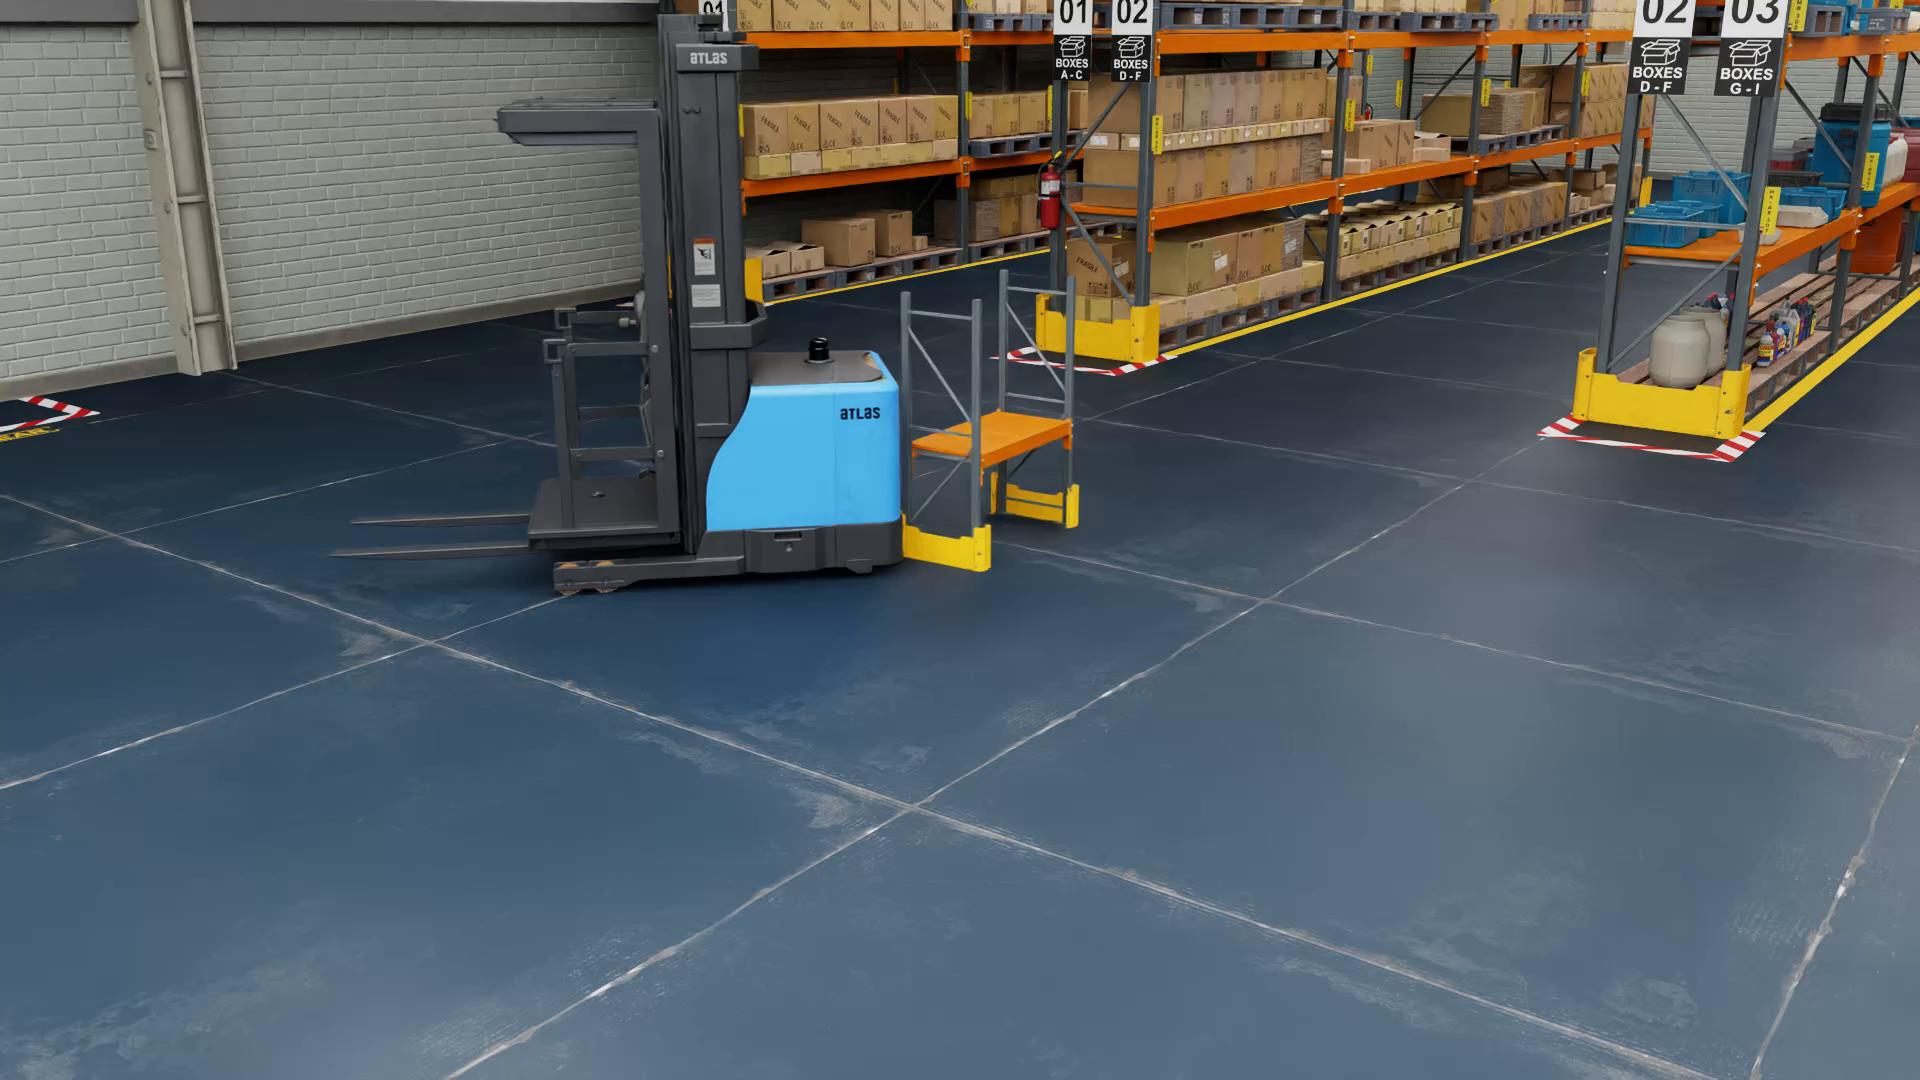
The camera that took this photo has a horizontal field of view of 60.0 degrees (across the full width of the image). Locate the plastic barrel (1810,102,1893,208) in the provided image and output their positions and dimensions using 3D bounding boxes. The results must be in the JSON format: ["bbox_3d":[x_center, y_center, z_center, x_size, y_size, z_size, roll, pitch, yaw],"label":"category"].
[{"bbox_3d":[8.094,-3.506,15.130,0.600,0.901,0.708,12,21,35],"label":"plastic barrel"}]

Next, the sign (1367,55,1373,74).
[{"bbox_3d":[7.242,-8.404,29.396,0.100,0.325,0.005,12,21,35],"label":"sign"}]

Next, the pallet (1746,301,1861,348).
[{"bbox_3d":[8.058,-2.090,16.119,1.003,0.211,1.213,12,21,35],"label":"pallet"}]

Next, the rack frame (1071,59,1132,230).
[{"bbox_3d":[2.048,-5.931,23.786,1.000,3.000,0.127,12,21,35],"label":"rack frame"}]

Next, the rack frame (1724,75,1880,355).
[{"bbox_3d":[7.621,-3.228,15.081,1.000,3.000,0.127,12,21,35],"label":"rack frame"}]

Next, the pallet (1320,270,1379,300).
[{"bbox_3d":[4.053,-2.955,18.903,1.003,0.211,1.213,12,21,35],"label":"pallet"}]

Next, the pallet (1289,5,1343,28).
[{"bbox_3d":[3.157,-5.287,16.802,1.003,0.211,1.213,12,21,35],"label":"pallet"}]

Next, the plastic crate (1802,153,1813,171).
[{"bbox_3d":[8.028,-3.538,16.106,0.392,0.384,0.575,12,21,35],"label":"plastic crate"}]

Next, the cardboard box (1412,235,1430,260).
[{"bbox_3d":[5.304,-3.533,19.992,0.500,0.250,0.500,13,21,36],"label":"cardboard box"}]

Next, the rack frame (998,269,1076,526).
[{"bbox_3d":[0.452,-0.844,9.932,0.500,1.500,0.032,11,20,31],"label":"rack frame"}]

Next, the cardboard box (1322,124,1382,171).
[{"bbox_3d":[4.429,-4.457,18.871,0.500,0.500,0.500,14,22,39],"label":"cardboard box"}]

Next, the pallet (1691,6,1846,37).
[{"bbox_3d":[5.809,-3.797,12.175,1.003,0.211,1.213,12,21,35],"label":"pallet"}]

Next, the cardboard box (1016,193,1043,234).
[{"bbox_3d":[0.694,-4.420,22.391,0.700,0.500,0.500,13,21,35],"label":"cardboard box"}]

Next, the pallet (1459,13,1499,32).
[{"bbox_3d":[5.696,-6.222,19.982,1.213,0.211,1.003,14,22,37],"label":"pallet"}]

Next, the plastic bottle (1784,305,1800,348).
[{"bbox_3d":[7.162,-1.846,14.356,0.144,0.351,0.185,12,21,34],"label":"plastic bottle"}]

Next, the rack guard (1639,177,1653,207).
[{"bbox_3d":[10.750,-5.751,27.418,1.175,0.500,0.348,12,21,35],"label":"rack guard"}]

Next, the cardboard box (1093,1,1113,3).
[{"bbox_3d":[2.285,-7.745,23.659,0.700,0.500,0.500,11,20,30],"label":"cardboard box"}]

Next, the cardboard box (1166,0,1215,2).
[{"bbox_3d":[2.104,-4.981,15.146,0.380,0.149,0.250,12,21,35],"label":"cardboard box"}]

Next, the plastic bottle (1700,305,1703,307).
[{"bbox_3d":[6.562,-1.945,14.788,0.061,0.283,0.133,14,22,37],"label":"plastic bottle"}]

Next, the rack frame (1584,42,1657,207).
[{"bbox_3d":[10.795,-6.962,27.106,1.000,3.000,0.127,12,21,35],"label":"rack frame"}]

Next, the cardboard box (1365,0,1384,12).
[{"bbox_3d":[4.345,-5.942,18.307,0.500,0.250,0.500,10,20,29],"label":"cardboard box"}]

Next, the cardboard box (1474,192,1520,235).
[{"bbox_3d":[7.139,-4.375,22.249,0.500,0.500,0.500,12,21,34],"label":"cardboard box"}]

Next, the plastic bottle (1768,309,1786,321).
[{"bbox_3d":[7.220,-1.908,14.679,0.152,0.276,0.135,12,21,35],"label":"plastic bottle"}]

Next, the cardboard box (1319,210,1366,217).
[{"bbox_3d":[4.563,-3.769,19.806,0.500,0.311,0.500,12,21,34],"label":"cardboard box"}]

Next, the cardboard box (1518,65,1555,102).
[{"bbox_3d":[8.505,-6.701,24.410,0.500,0.500,0.500,13,21,35],"label":"cardboard box"}]

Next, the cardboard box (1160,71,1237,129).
[{"bbox_3d":[2.190,-4.187,15.812,0.700,0.500,0.500,13,21,35],"label":"cardboard box"}]

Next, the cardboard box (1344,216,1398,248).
[{"bbox_3d":[4.701,-3.556,19.118,0.500,0.311,0.500,12,21,33],"label":"cardboard box"}]

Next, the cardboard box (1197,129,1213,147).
[{"bbox_3d":[2.125,-3.747,15.489,0.380,0.149,0.250,12,21,34],"label":"cardboard box"}]

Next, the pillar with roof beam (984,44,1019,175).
[{"bbox_3d":[4.036,-7.879,19.942,9.100,9.000,0.400,12,21,35],"label":"pillar with roof beam"}]

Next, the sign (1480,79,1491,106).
[{"bbox_3d":[6.476,-5.513,20.485,0.100,0.325,0.005,12,21,35],"label":"sign"}]

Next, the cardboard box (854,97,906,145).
[{"bbox_3d":[-0.970,-4.870,19.322,0.500,0.500,0.500,12,21,33],"label":"cardboard box"}]

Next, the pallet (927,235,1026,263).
[{"bbox_3d":[0.127,-3.833,21.730,1.003,0.211,1.213,12,21,35],"label":"pallet"}]

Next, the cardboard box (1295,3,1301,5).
[{"bbox_3d":[5.370,-8.730,27.117,0.500,0.250,0.500,12,21,34],"label":"cardboard box"}]

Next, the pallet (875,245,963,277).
[{"bbox_3d":[-0.707,-3.481,20.597,1.003,0.211,1.213,12,21,35],"label":"pallet"}]

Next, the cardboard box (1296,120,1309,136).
[{"bbox_3d":[3.352,-4.238,17.070,0.380,0.149,0.250,12,21,33],"label":"cardboard box"}]

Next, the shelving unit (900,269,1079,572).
[{"bbox_3d":[0.179,-0.720,9.532,0.587,1.500,1.083,11,20,31],"label":"shelving unit"}]

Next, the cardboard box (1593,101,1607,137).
[{"bbox_3d":[9.237,-6.253,24.654,0.500,0.500,0.500,13,21,36],"label":"cardboard box"}]

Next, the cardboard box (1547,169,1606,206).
[{"bbox_3d":[9.527,-5.476,25.787,0.797,0.503,0.637,12,21,35],"label":"cardboard box"}]

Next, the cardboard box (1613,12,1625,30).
[{"bbox_3d":[9.500,-7.680,24.612,0.500,0.250,0.500,12,21,35],"label":"cardboard box"}]

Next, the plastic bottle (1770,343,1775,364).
[{"bbox_3d":[6.630,-1.550,13.655,0.097,0.201,0.097,0,17,0],"label":"plastic bottle"}]

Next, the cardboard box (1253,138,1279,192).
[{"bbox_3d":[2.774,-3.800,16.753,0.700,0.500,0.500,13,21,35],"label":"cardboard box"}]

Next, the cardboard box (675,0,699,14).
[{"bbox_3d":[-2.674,-5.660,17.652,0.500,0.500,0.500,14,22,39],"label":"cardboard box"}]

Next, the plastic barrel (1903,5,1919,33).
[{"bbox_3d":[9.434,-5.203,16.616,0.301,0.262,0.301,0,17,0],"label":"plastic barrel"}]

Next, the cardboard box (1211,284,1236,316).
[{"bbox_3d":[2.353,-2.366,16.233,0.500,0.250,0.500,12,21,35],"label":"cardboard box"}]

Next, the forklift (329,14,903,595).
[{"bbox_3d":[-1.878,-1.278,8.916,3.031,2.935,1.130,-3,17,-9],"label":"forklift"}]

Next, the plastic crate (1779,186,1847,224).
[{"bbox_3d":[7.179,-2.845,14.100,0.499,0.251,0.616,12,21,35],"label":"plastic crate"}]

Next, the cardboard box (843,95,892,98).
[{"bbox_3d":[-1.095,-5.077,19.990,0.500,0.500,0.500,12,21,34],"label":"cardboard box"}]

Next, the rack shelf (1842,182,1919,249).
[{"bbox_3d":[8.812,-3.361,16.721,1.077,0.370,4.000,12,21,35],"label":"rack shelf"}]

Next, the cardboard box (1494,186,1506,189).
[{"bbox_3d":[7.315,-4.707,23.317,0.500,0.500,0.500,13,21,35],"label":"cardboard box"}]

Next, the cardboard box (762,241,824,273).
[{"bbox_3d":[-1.895,-3.237,18.901,0.500,0.311,0.500,15,22,39],"label":"cardboard box"}]

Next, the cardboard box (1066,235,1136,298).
[{"bbox_3d":[1.342,-2.577,15.649,0.500,0.500,0.500,12,21,35],"label":"cardboard box"}]

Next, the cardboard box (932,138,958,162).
[{"bbox_3d":[-0.374,-4.750,20.202,0.500,0.250,0.500,12,21,35],"label":"cardboard box"}]

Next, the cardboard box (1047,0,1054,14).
[{"bbox_3d":[1.201,-7.130,22.381,0.797,0.503,0.637,16,24,42],"label":"cardboard box"}]

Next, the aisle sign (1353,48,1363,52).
[{"bbox_3d":[7.098,-9.042,29.421,0.394,0.787,0.004,12,21,35],"label":"aisle sign"}]
